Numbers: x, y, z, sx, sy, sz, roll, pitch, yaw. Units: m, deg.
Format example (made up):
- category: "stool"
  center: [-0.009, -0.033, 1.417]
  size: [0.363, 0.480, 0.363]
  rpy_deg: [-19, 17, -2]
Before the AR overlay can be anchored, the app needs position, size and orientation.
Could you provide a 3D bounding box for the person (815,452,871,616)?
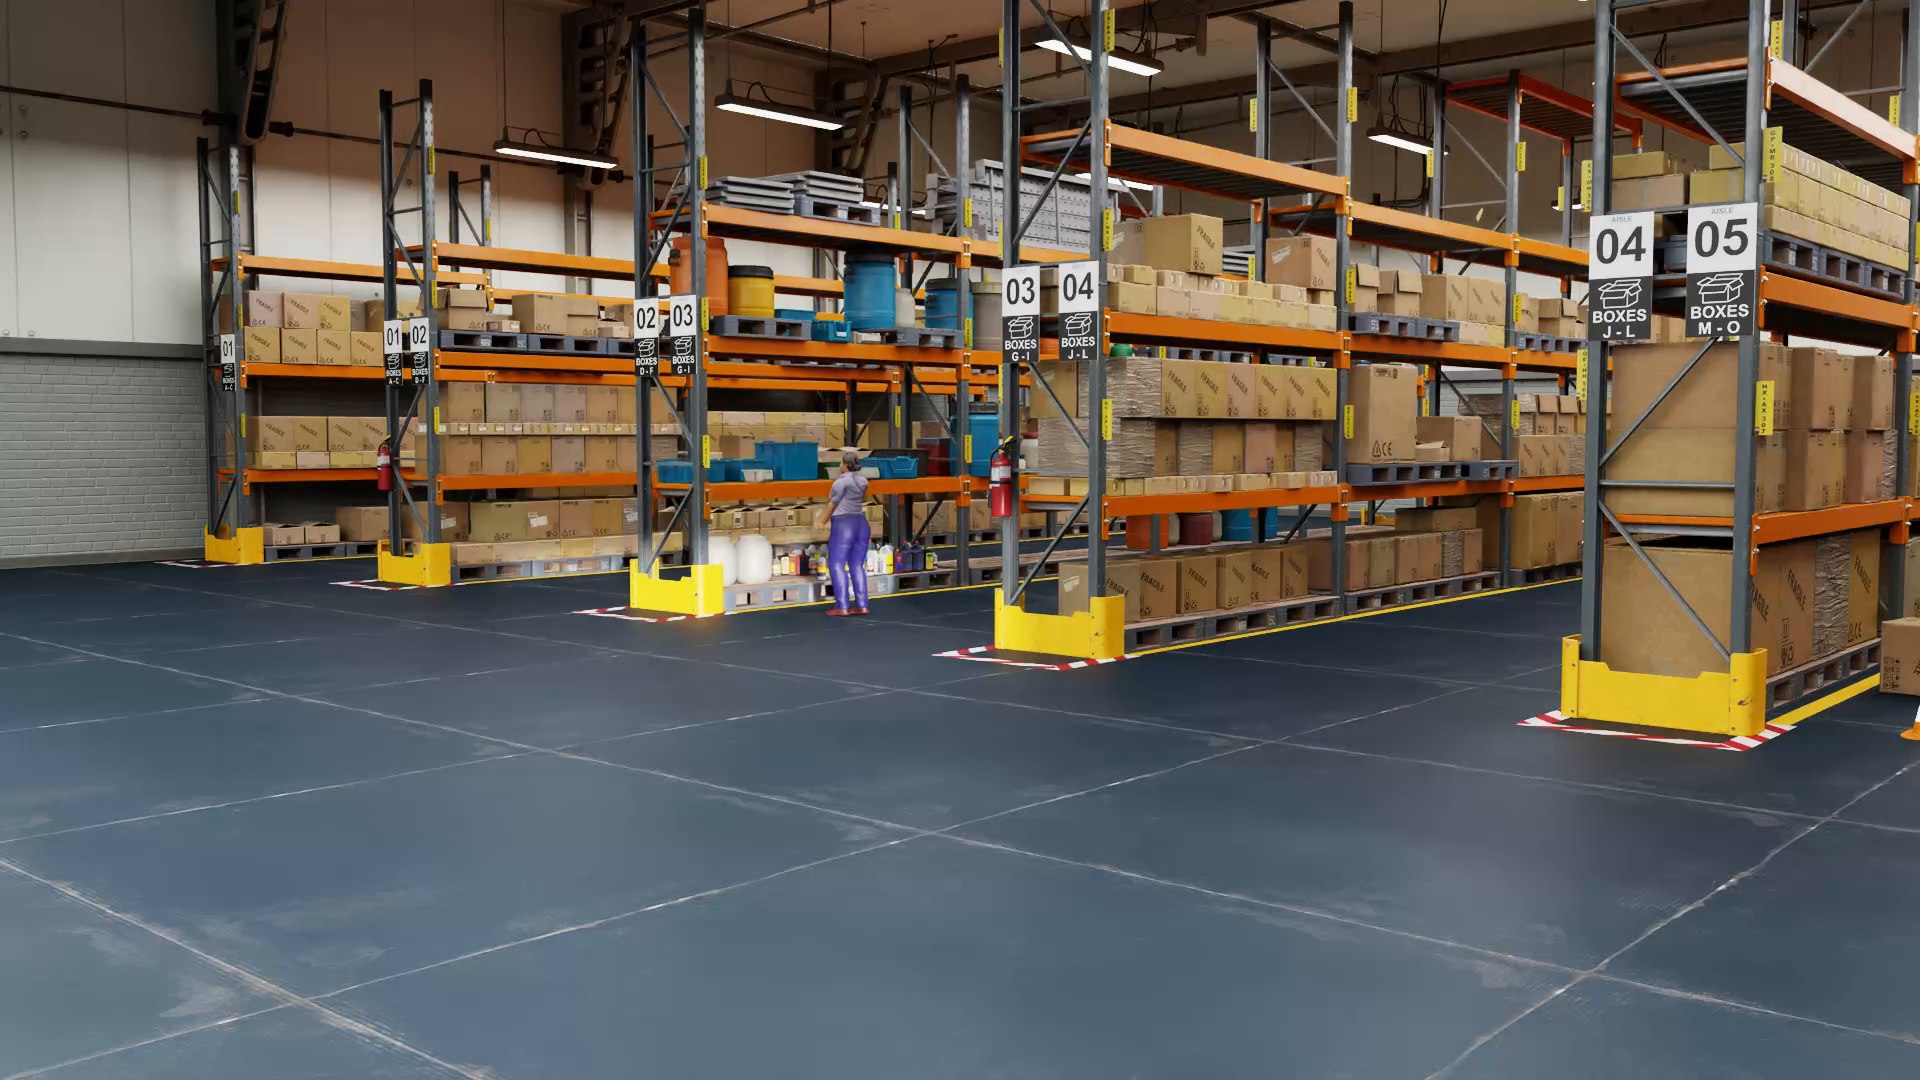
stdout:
- category: "person"
  center: [-1.180, -0.067, 16.737]
  size: [0.522, 1.643, 0.449]
  rpy_deg: [3, 5, 42]
